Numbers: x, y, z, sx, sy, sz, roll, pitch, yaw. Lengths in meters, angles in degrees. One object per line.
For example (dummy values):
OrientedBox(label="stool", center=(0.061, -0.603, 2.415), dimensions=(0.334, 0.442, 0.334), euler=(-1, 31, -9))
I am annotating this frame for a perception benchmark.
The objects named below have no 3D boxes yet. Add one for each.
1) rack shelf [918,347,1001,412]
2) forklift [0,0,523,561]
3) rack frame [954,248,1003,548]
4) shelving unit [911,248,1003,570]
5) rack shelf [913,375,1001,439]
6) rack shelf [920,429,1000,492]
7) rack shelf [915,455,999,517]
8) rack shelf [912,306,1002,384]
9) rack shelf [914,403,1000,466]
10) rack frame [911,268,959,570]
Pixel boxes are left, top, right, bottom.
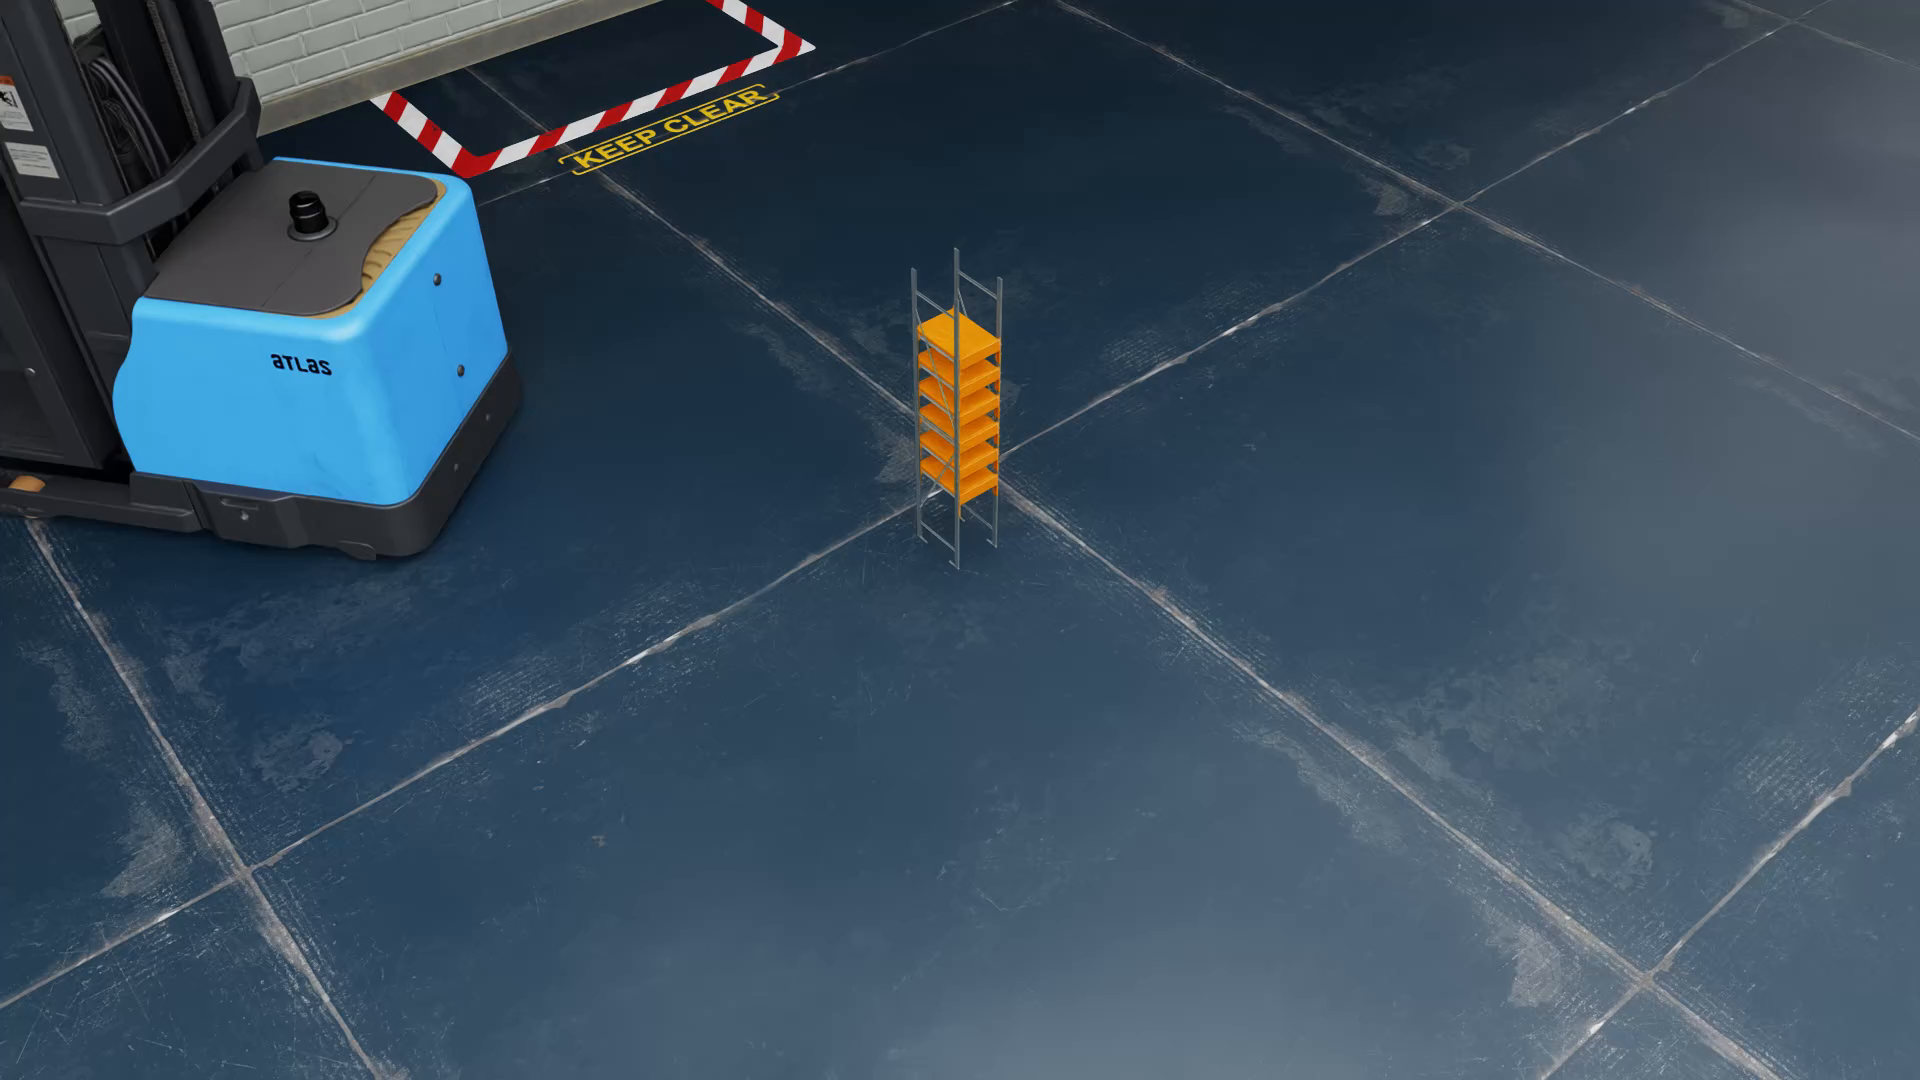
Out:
OrientedBox(label="rack shelf", center=(-0.011, -0.574, 5.699), dimensions=(0.180, 0.103, 0.258), euler=(-30, 51, -28))
OrientedBox(label="forklift", center=(-3.348, -1.496, 5.702), dimensions=(3.031, 2.935, 1.130), euler=(8, 44, 8))
OrientedBox(label="rack frame", center=(0.059, -0.471, 5.875), dimensions=(0.006, 1.200, 0.240), euler=(-30, 51, -28))
OrientedBox(label="shelving unit", center=(-0.011, -0.431, 5.832), dimensions=(0.189, 1.200, 0.258), euler=(-30, 51, -28))
OrientedBox(label="rack shelf", center=(-0.011, -0.486, 5.781), dimensions=(0.180, 0.103, 0.258), euler=(-30, 51, -28))
OrientedBox(label="rack shelf", center=(-0.011, -0.311, 5.945), dimensions=(0.180, 0.103, 0.258), euler=(-30, 51, -28))
OrientedBox(label="rack shelf", center=(-0.011, -0.224, 6.027), dimensions=(0.180, 0.103, 0.258), euler=(-30, 51, -28))
OrientedBox(label="rack shelf", center=(-0.011, -0.661, 5.616), dimensions=(0.180, 0.103, 0.258), euler=(-30, 51, -28))
OrientedBox(label="rack shelf", center=(-0.011, -0.399, 5.863), dimensions=(0.180, 0.103, 0.258), euler=(-30, 51, -28))
OrientedBox(label="rack frame", center=(-0.081, -0.391, 5.790), dimensions=(0.006, 1.200, 0.240), euler=(-30, 51, -28))
